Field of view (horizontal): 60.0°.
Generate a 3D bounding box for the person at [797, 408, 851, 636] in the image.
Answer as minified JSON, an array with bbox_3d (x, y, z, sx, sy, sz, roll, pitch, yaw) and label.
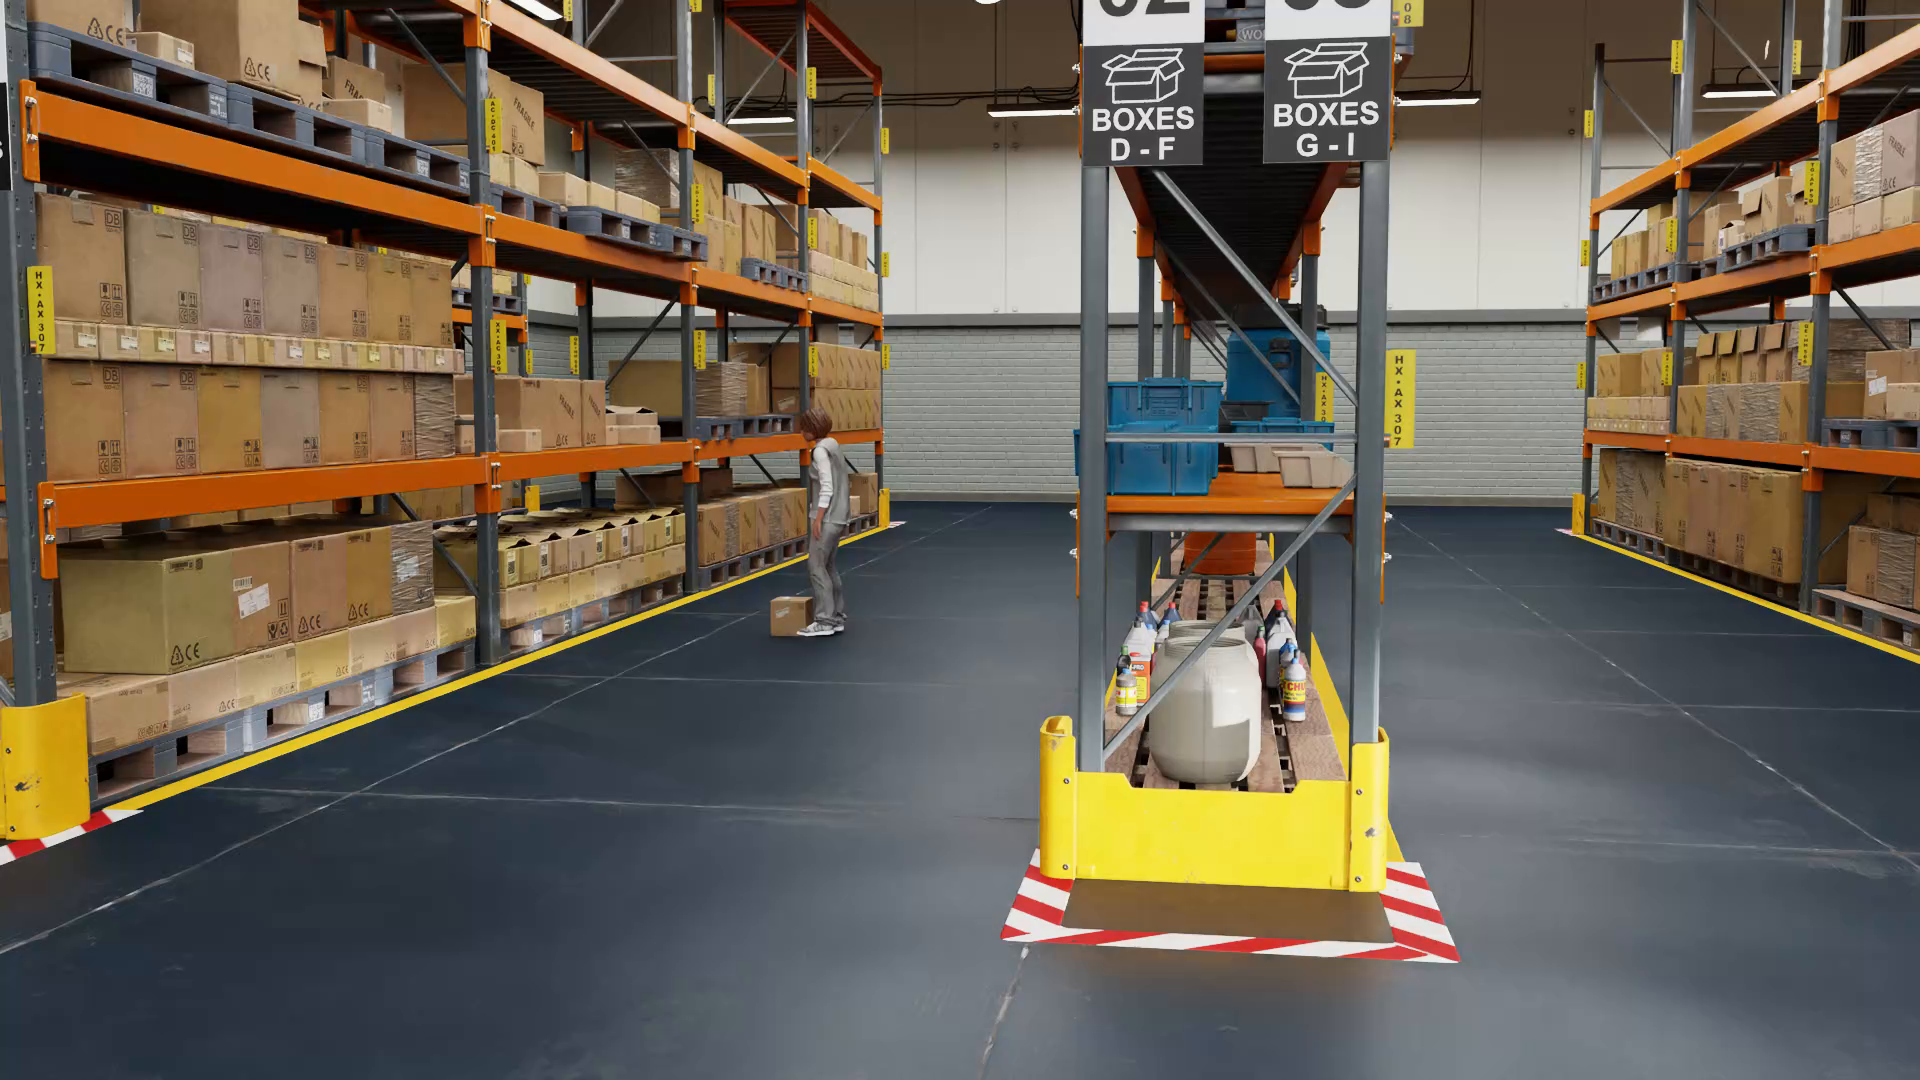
[{"bbox_3d":[-0.958,-0.126,11.677,0.377,1.592,0.477,0,5,5],"label":"person"}]
